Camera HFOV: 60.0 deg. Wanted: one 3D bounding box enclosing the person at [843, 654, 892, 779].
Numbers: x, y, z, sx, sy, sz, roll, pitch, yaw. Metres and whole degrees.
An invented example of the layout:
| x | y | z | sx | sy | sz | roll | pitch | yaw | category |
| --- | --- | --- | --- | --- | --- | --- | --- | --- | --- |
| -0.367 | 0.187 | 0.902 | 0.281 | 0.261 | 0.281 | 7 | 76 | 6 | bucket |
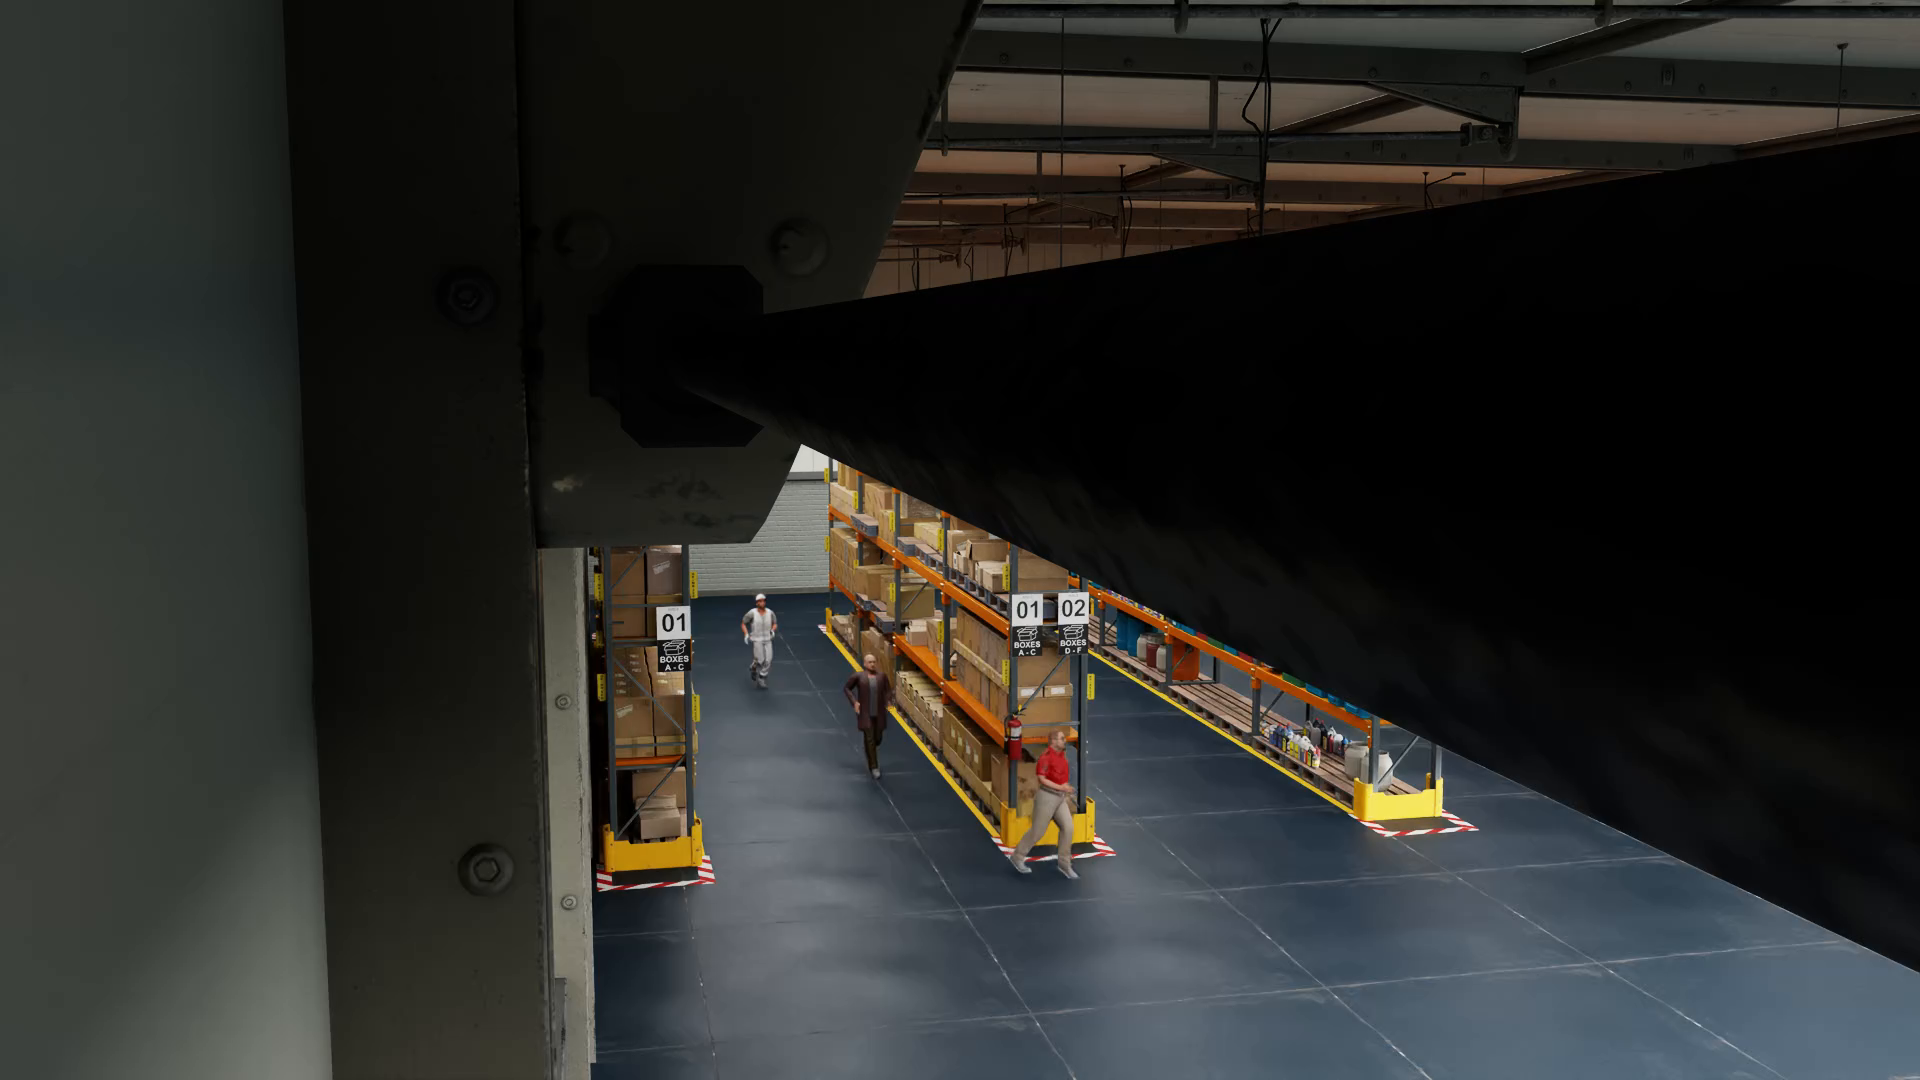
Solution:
| x | y | z | sx | sy | sz | roll | pitch | yaw | category |
| --- | --- | --- | --- | --- | --- | --- | --- | --- | --- |
| -1.334 | 2.554 | 24.467 | 0.711 | 1.769 | 0.900 | -2 | 7 | -19 | person |

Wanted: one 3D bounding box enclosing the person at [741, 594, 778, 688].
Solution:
| x | y | z | sx | sy | sz | roll | pitch | yaw | category |
| --- | --- | --- | --- | --- | --- | --- | --- | --- | --- |
| -3.632 | 1.854 | 30.471 | 0.656 | 1.738 | 0.592 | -3 | 8 | -25 | person |

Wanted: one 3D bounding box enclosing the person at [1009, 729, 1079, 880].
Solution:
| x | y | z | sx | sy | sz | roll | pitch | yaw | category |
| --- | --- | --- | --- | --- | --- | --- | --- | --- | --- |
| 1.078 | 3.140 | 19.848 | 0.828 | 1.789 | 0.716 | 4 | 8 | 28 | person |
